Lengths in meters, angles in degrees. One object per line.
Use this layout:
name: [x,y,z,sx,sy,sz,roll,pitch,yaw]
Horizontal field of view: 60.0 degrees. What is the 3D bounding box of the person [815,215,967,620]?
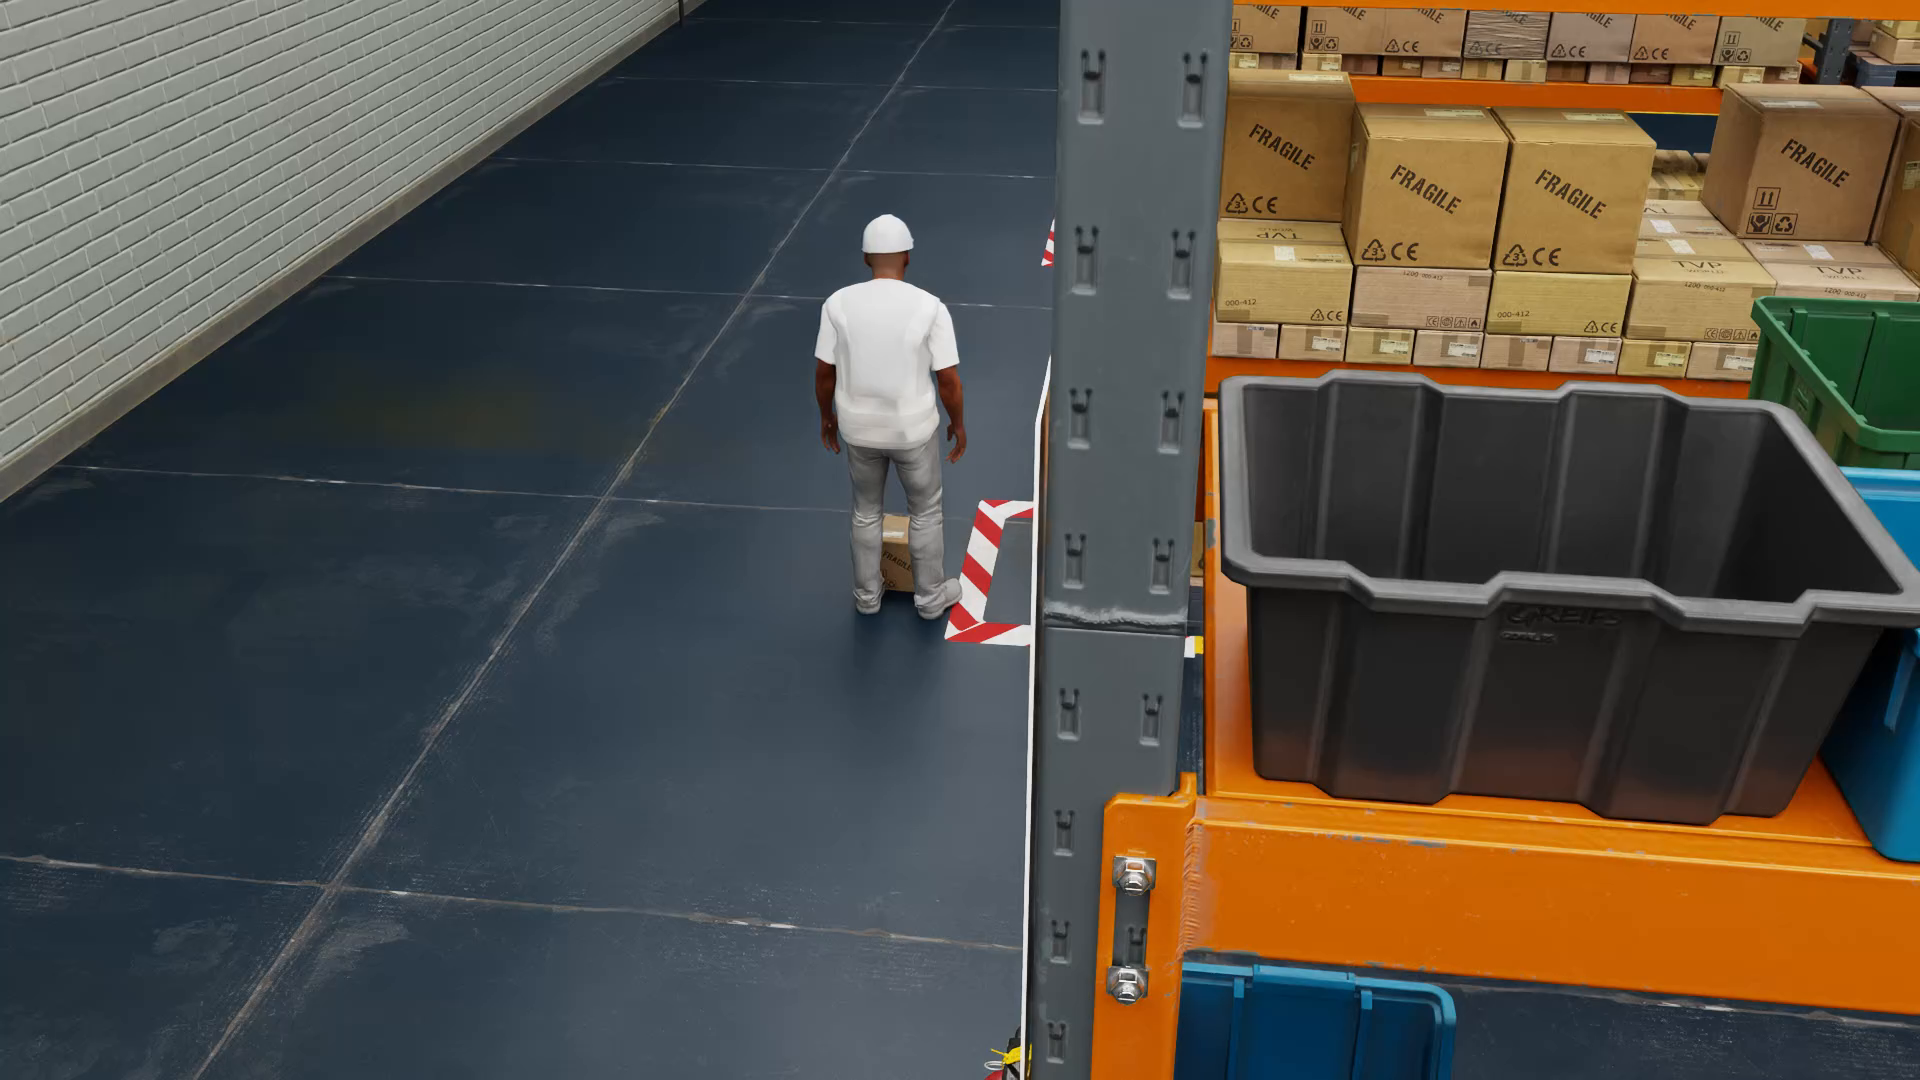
person: [-0.285,-0.496,7.028,0.634,1.760,0.463,6,29,10]
